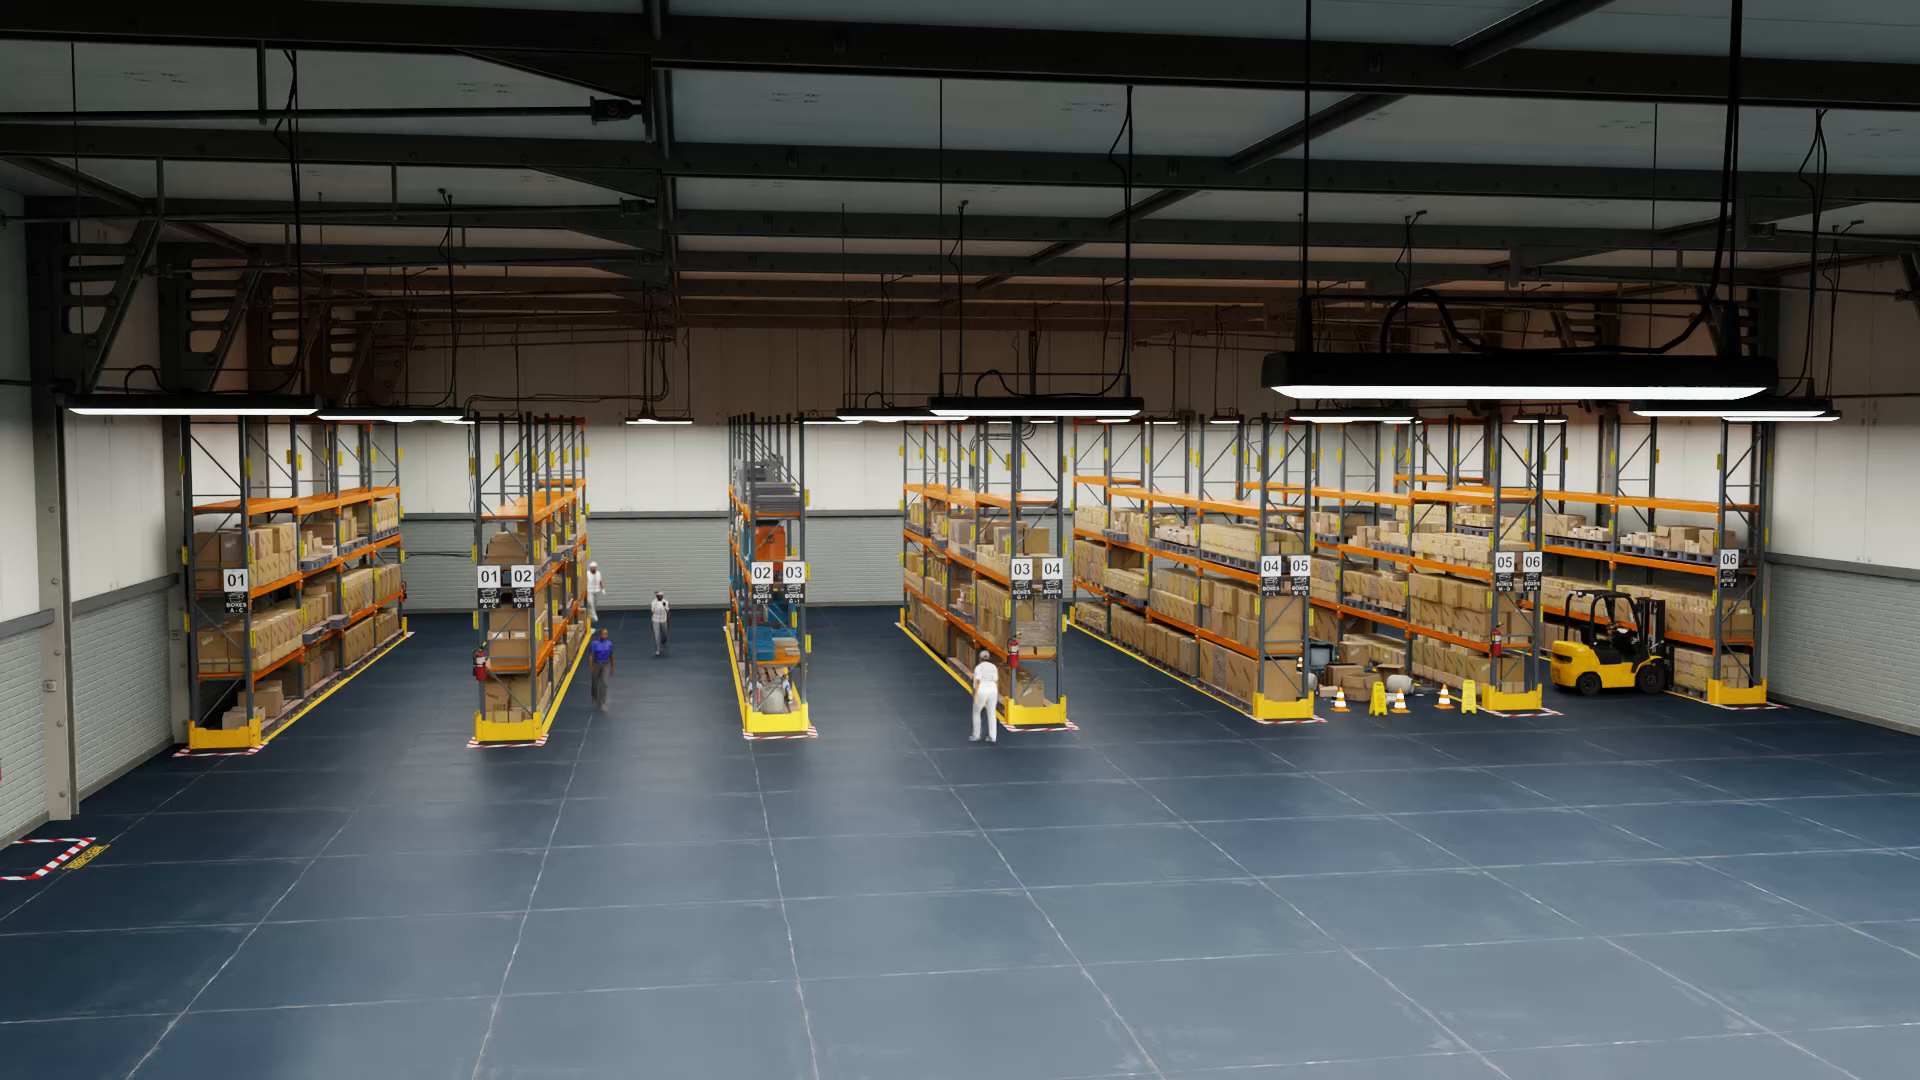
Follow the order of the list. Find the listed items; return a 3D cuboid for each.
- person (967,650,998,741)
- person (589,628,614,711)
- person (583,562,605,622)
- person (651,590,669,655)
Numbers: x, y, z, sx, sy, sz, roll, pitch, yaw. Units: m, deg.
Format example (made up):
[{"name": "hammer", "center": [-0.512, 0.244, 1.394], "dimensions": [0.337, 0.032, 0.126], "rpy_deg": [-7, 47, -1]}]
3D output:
[{"name": "person", "center": [0.465, 2.857, 30.319], "dimensions": [0.513, 1.688, 0.701], "rpy_deg": [-2, 4, -22]}, {"name": "person", "center": [-7.319, 2.649, 33.911], "dimensions": [0.518, 1.570, 0.805], "rpy_deg": [-2, 4, -26]}, {"name": "person", "center": [-10.793, 1.505, 48.958], "dimensions": [0.596, 1.712, 1.103], "rpy_deg": [-3, 5, -37]}, {"name": "person", "center": [-7.550, 2.043, 41.881], "dimensions": [0.454, 1.634, 0.863], "rpy_deg": [-1, 4, -11]}]
